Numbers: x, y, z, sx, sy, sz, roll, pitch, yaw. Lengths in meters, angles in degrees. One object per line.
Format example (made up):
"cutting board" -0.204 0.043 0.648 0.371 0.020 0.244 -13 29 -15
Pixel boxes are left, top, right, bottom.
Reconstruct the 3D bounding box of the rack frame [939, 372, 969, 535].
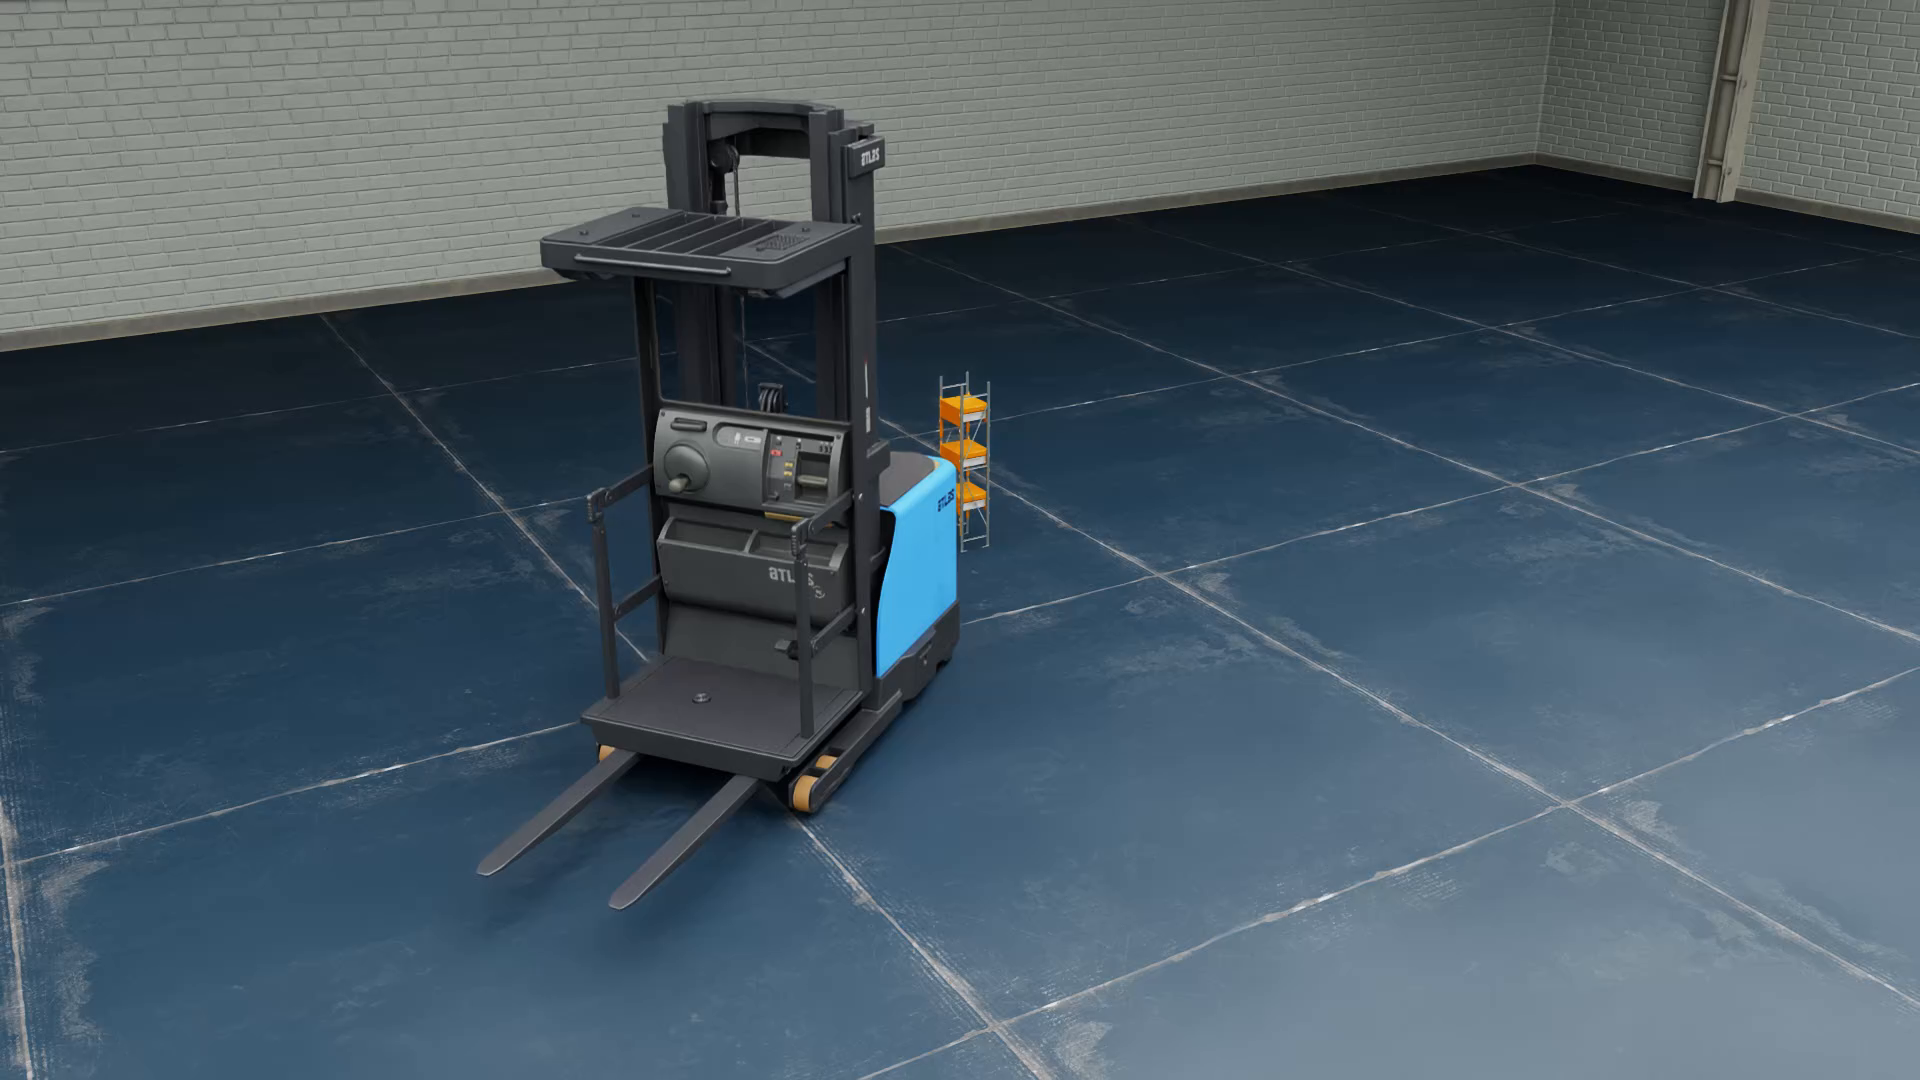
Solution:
"rack frame" -0.035 -0.509 10.168 0.200 1.050 0.008 -13 25 -28

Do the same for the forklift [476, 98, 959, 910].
"forklift" -1.025 -0.331 7.233 1.130 2.935 3.031 9 24 20

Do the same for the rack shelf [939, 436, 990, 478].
"rack shelf" 0.027 -0.459 10.075 0.215 0.259 0.240 -13 25 -28

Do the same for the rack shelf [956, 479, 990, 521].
"rack shelf" 0.027 -0.202 10.180 0.215 0.259 0.240 -13 25 -28

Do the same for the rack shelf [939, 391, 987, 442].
"rack shelf" 0.027 -0.722 9.968 0.215 0.259 0.240 -13 25 -28

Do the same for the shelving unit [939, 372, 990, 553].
"shelving unit" 0.027 -0.469 10.071 0.215 1.050 0.252 -13 25 -28

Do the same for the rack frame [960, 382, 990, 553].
"rack frame" 0.090 -0.430 9.974 0.200 1.050 0.008 -13 25 -28

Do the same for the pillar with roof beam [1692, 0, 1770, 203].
"pillar with roof beam" 5.735 -7.611 17.085 9.100 9.000 0.400 -13 25 -28
